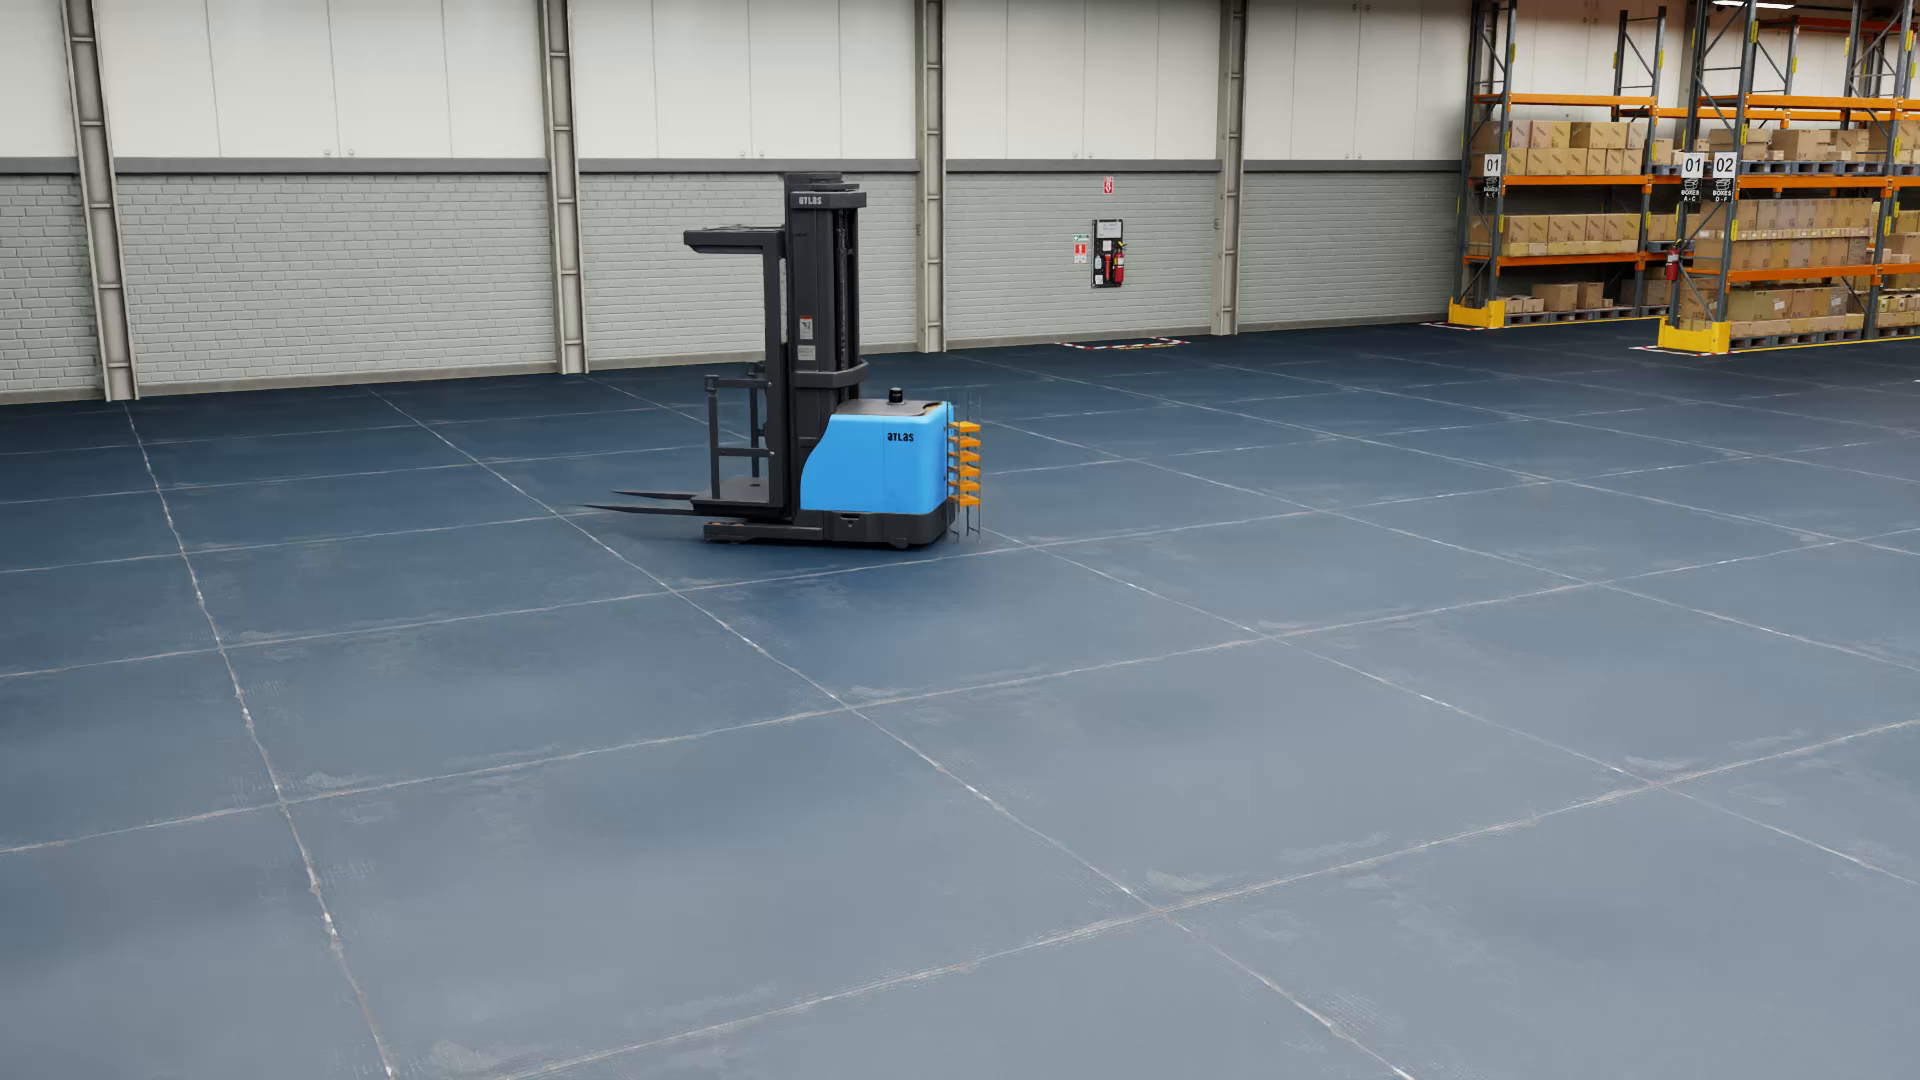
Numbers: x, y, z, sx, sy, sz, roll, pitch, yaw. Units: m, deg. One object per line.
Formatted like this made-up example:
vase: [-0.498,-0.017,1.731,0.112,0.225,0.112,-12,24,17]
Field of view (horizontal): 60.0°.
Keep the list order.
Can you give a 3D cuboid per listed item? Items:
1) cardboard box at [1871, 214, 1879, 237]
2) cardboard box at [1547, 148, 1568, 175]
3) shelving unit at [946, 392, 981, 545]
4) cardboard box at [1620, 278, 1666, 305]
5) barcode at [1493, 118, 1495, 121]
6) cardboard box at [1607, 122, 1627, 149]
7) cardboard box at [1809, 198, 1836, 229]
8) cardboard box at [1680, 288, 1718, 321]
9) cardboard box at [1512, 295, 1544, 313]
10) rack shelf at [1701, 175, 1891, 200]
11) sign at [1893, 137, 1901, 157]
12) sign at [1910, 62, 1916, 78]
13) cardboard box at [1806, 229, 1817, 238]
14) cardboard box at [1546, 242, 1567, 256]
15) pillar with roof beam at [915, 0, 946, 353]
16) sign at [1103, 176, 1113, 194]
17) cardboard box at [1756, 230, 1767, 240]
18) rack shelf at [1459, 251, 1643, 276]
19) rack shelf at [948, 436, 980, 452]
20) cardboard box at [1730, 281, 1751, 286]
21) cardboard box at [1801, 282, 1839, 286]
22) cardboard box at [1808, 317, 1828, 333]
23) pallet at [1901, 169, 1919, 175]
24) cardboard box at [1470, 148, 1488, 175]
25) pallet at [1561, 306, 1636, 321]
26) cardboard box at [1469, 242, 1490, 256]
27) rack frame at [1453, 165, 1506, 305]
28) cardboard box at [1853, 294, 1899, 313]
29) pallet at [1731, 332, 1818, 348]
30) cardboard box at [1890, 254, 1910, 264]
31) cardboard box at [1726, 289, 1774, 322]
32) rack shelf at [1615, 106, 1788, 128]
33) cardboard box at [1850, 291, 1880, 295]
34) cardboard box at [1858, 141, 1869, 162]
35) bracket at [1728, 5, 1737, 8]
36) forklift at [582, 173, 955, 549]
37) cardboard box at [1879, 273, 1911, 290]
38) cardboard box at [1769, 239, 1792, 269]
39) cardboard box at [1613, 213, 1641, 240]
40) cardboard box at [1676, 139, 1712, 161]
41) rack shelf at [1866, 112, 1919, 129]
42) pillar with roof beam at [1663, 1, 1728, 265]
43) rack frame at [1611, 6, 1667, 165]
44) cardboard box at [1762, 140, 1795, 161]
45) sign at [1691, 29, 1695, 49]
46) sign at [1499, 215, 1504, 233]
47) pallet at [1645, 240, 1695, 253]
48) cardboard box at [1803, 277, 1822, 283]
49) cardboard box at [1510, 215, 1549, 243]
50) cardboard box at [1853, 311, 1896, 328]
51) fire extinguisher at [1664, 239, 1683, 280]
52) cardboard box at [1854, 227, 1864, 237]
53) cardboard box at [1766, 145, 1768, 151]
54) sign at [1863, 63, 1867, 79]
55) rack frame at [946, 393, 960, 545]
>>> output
cardboard box: [20.110,-6.969,36.795,0.500,0.500,0.500,-7,15,-29]
cardboard box: [11.217,-7.215,31.729,0.500,0.500,0.500,-6,14,-25]
shelving unit: [0.027,-0.580,13.455,0.189,1.200,0.258,-6,14,-25]
cardboard box: [14.011,-5.097,34.117,0.500,0.500,0.700,-6,14,-26]
barcode: [10.245,-8.064,31.907,0.075,0.075,0.001,-7,14,-28]
cardboard box: [12.584,-7.866,32.348,0.500,0.500,0.500,-6,14,-25]
cardboard box: [14.480,-5.595,28.456,0.500,0.500,0.700,-7,14,-28]
cardboard box: [12.566,-3.989,28.102,0.500,0.500,0.500,-7,14,-28]
cardboard box: [11.012,-4.619,32.423,0.500,0.311,0.500,-6,14,-23]
rack shelf: [13.994,-5.969,28.107,4.000,0.370,1.077,-7,14,-28]
sign: [16.017,-6.715,28.423,0.005,0.325,0.100,-7,14,-28]
sign: [20.665,-10.181,36.044,0.005,0.325,0.100,-7,14,-28]
cardboard box: [14.266,-5.201,28.181,0.250,0.149,0.380,-6,14,-26]
cardboard box: [11.341,-5.637,32.122,0.500,0.250,0.500,-7,15,-29]
pillar with roof beam: [1.591,-6.676,22.776,0.400,9.000,9.100,-7,14,-28]
sign: [2.553,-6.106,28.631,0.199,0.298,0.001,-7,14,-28]
cardboard box: [13.136,-5.066,27.581,0.250,0.149,0.380,-7,14,-28]
rack shelf: [11.617,-5.460,32.677,4.000,0.370,1.077,-7,14,-28]
rack shelf: [0.027,-0.771,13.412,0.180,0.103,0.258,-6,14,-25]
cardboard box: [16.276,-5.351,35.248,0.500,0.500,0.700,-7,14,-27]
cardboard box: [15.192,-4.308,29.518,0.500,0.500,0.500,-7,14,-28]
cardboard box: [14.572,-3.733,28.673,0.500,0.250,0.500,-7,14,-28]
pallet: [17.727,-6.652,29.935,1.213,0.211,1.003,-6,14,-25]
cardboard box: [10.106,-7.215,31.732,0.500,0.500,0.500,-6,14,-24]
pallet: [12.800,-4.583,33.495,1.213,0.211,1.003,-7,14,-28]
cardboard box: [10.179,-5.624,32.062,0.500,0.250,0.500,-7,14,-27]
rack frame: [9.862,-5.601,31.663,0.127,3.000,1.000,-7,14,-28]
cardboard box: [16.231,-4.200,29.467,0.500,0.311,0.500,-7,14,-28]
pallet: [13.959,-3.502,28.689,1.213,0.211,1.003,-7,14,-28]
cardboard box: [16.625,-4.998,29.559,0.250,0.149,0.380,-7,14,-28]
cardboard box: [13.254,-3.942,27.892,0.500,0.500,0.500,-7,14,-28]
rack shelf: [15.128,-8.612,33.932,4.000,0.370,1.077,-7,14,-28]
cardboard box: [16.421,-4.358,30.170,0.500,0.311,0.500,-6,14,-26]
cardboard box: [19.569,-8.518,36.567,0.500,0.500,0.700,-8,15,-31]
bracket: [15.862,-11.130,34.372,0.430,0.232,0.235,-7,14,-28]
forklift: [-1.611,-1.506,13.624,3.031,2.935,1.130,3,13,12]
cardboard box: [21.100,-5.907,37.763,0.500,0.500,0.700,-7,14,-27]
cardboard box: [13.551,-4.849,28.096,0.500,0.500,0.700,-7,14,-27]
cardboard box: [13.106,-6.214,32.979,0.500,0.500,0.500,-7,14,-28]
cardboard box: [14.973,-7.910,33.910,0.500,0.500,0.500,-7,15,-30]
rack shelf: [22.150,-9.454,37.672,4.000,0.370,1.077,-7,14,-28]
pillar with roof beam: [17.391,-8.569,31.191,0.548,9.000,9.100,-7,14,-28]
rack frame: [13.372,-8.948,32.874,0.127,3.000,1.000,-7,14,-28]
cardboard box: [17.274,-8.230,35.286,0.500,0.500,0.700,-8,15,-32]
sign: [11.991,-8.173,27.124,0.005,0.325,0.100,-7,14,-28]
sign: [10.122,-5.918,31.103,0.005,0.325,0.100,-7,14,-28]
pallet: [14.113,-5.980,33.787,1.213,0.211,1.003,-7,14,-28]
cardboard box: [18.364,-5.741,36.228,0.750,0.750,0.750,-7,14,-28]
cardboard box: [10.863,-5.945,31.783,0.500,0.500,0.500,-7,14,-28]
cardboard box: [16.222,-3.925,29.525,0.500,0.250,0.500,-7,15,-29]
fire extinguisher: [11.912,-4.686,27.774,0.183,0.674,0.296,-7,14,-28]
cardboard box: [15.395,-5.337,28.786,0.250,0.149,0.380,-7,15,-29]
cardboard box: [13.123,-6.482,27.813,0.500,0.250,0.500,-7,14,-28]
sign: [20.150,-10.432,36.981,0.005,0.325,0.100,-7,14,-28]
rack frame: [-0.055,-0.572,13.417,0.006,1.200,0.240,-6,14,-25]
